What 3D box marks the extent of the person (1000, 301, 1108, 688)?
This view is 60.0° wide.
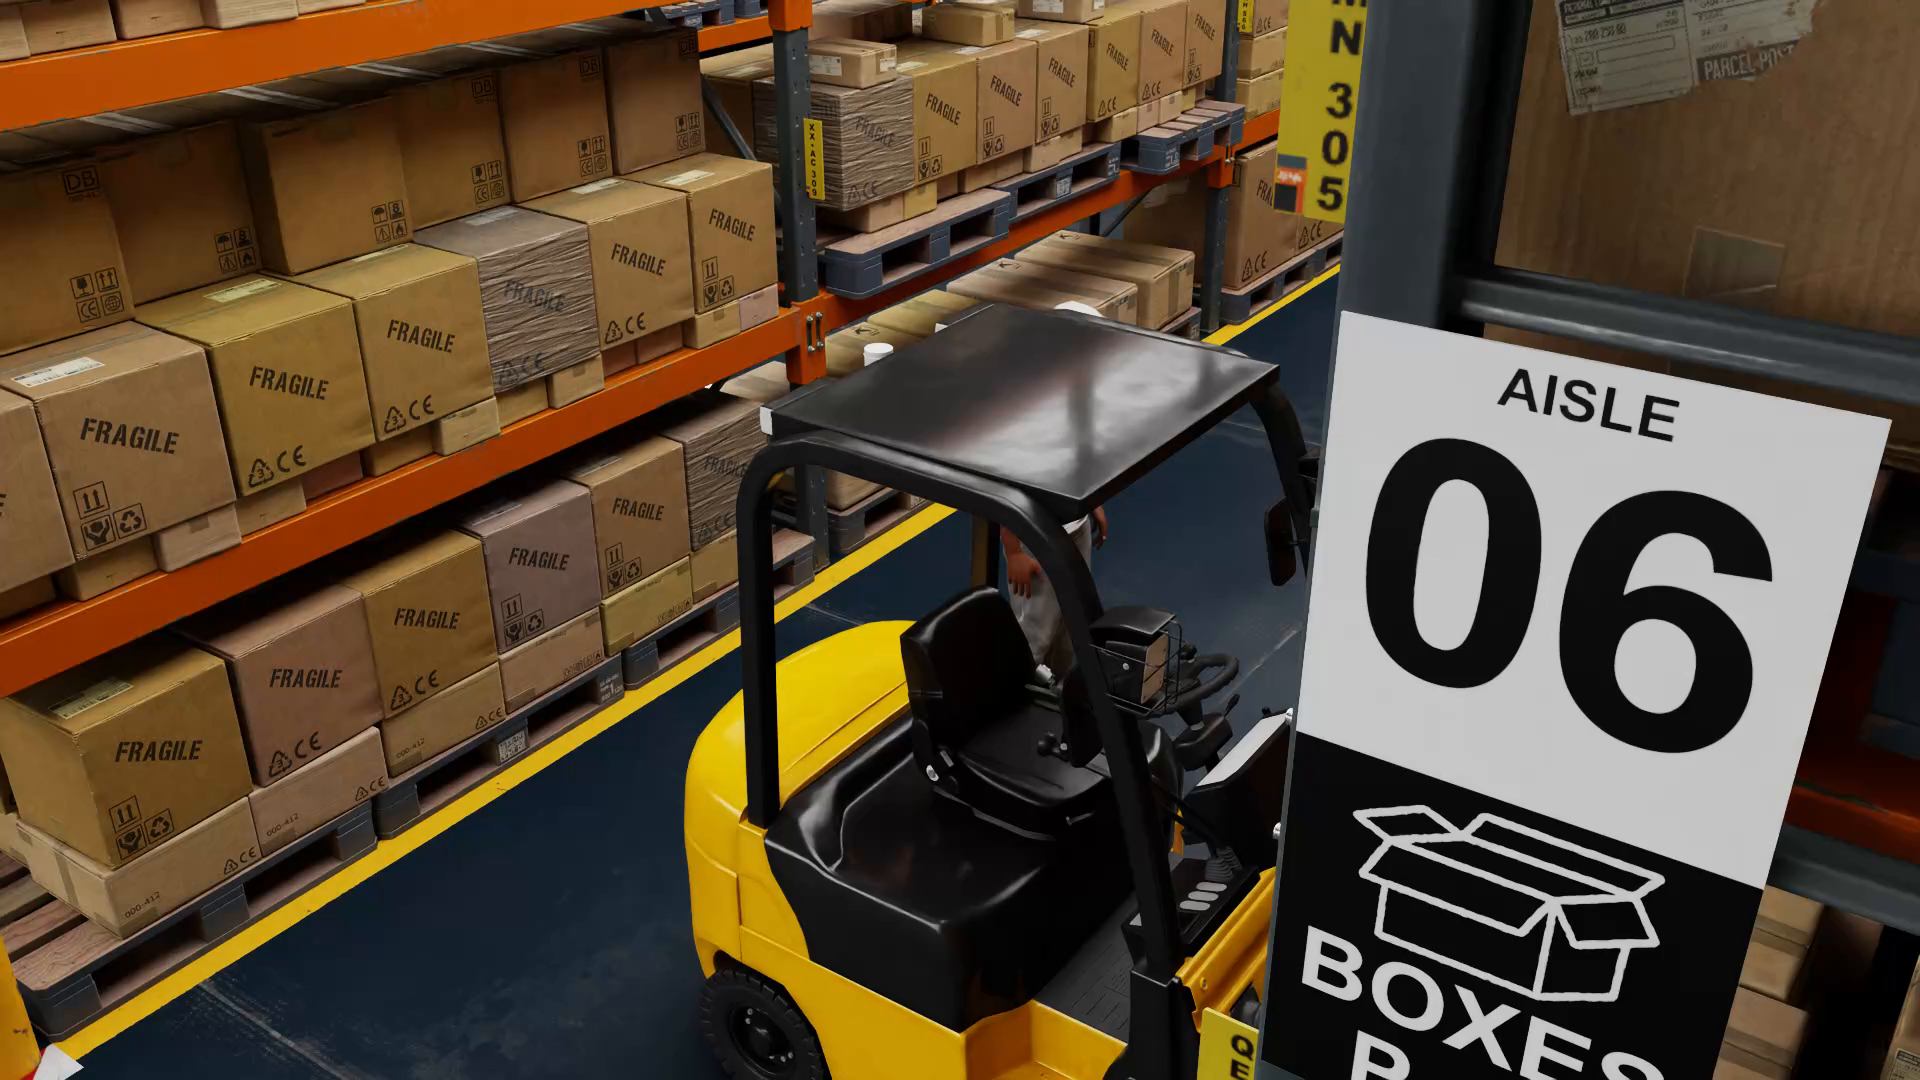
[{"bbox_3d":[0.347,-0.043,6.180,0.454,1.761,0.627,17,32,31],"label":"person"}]
